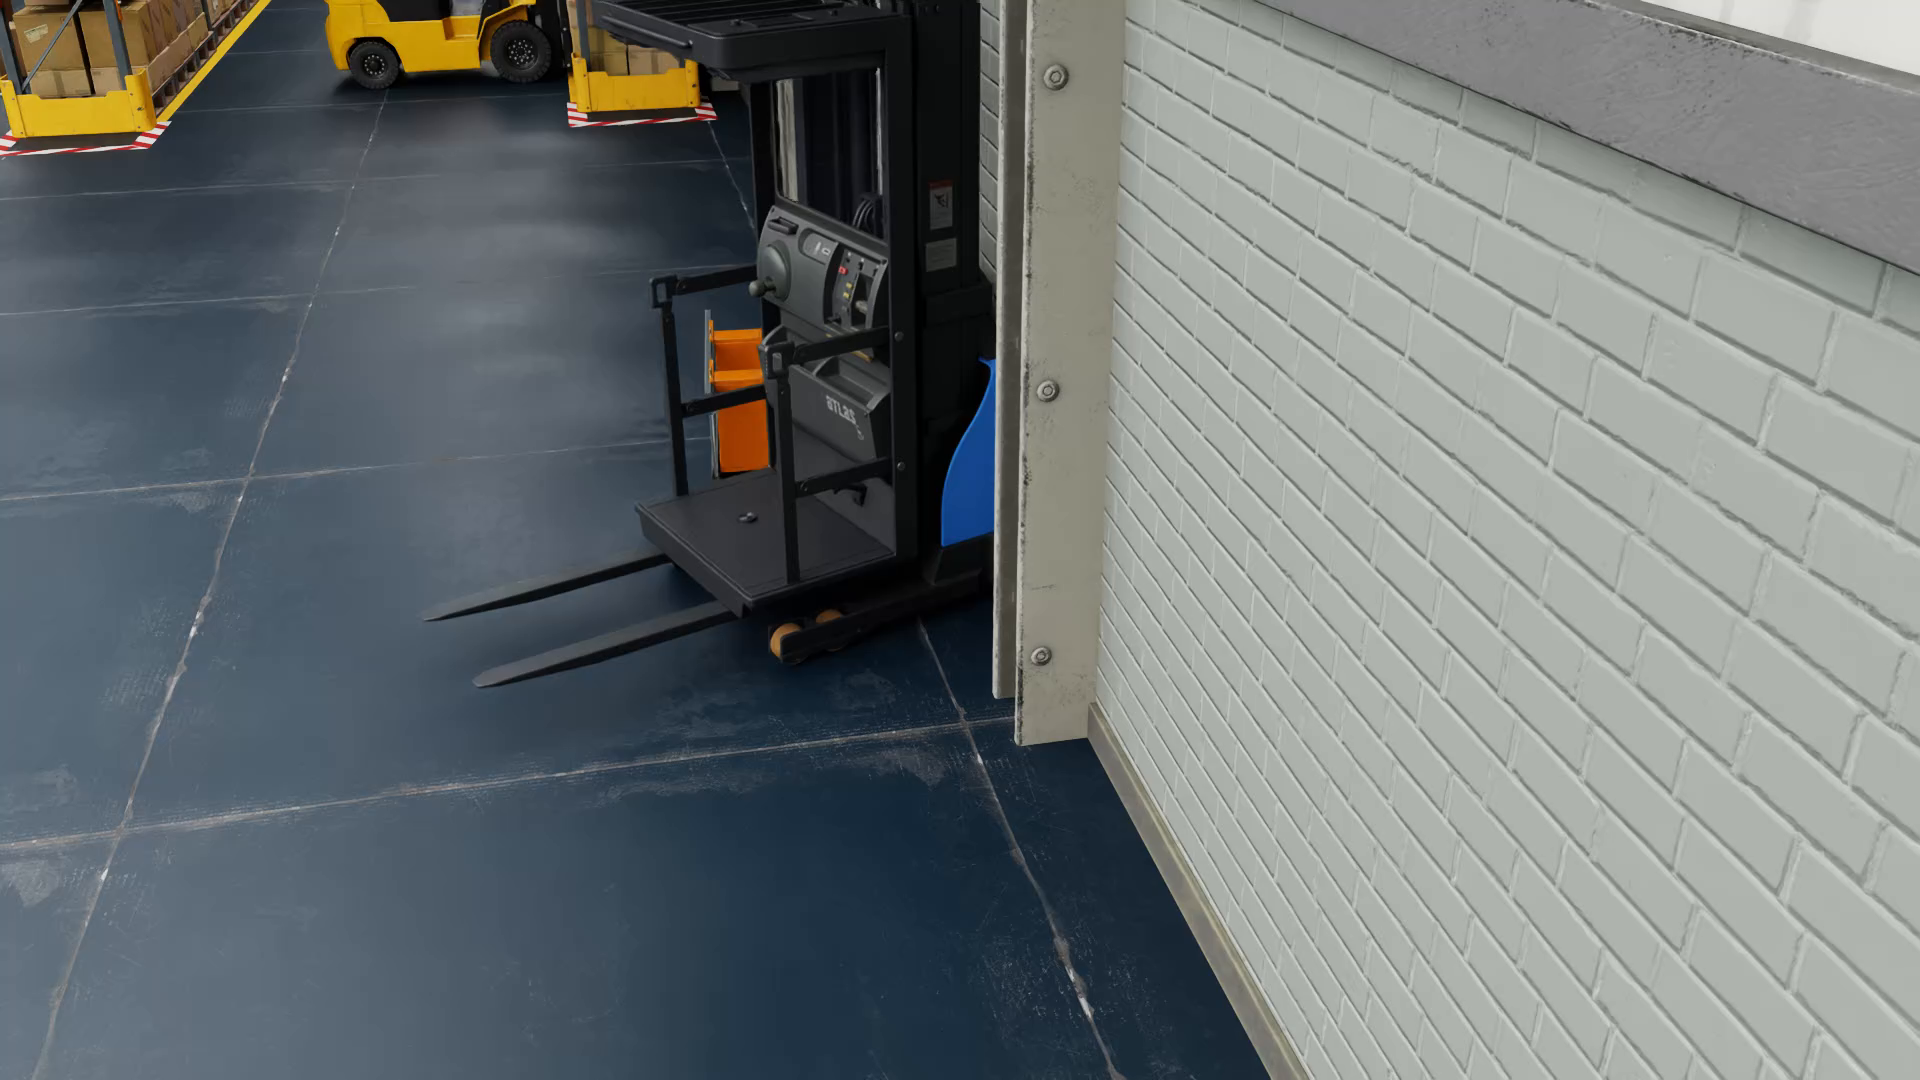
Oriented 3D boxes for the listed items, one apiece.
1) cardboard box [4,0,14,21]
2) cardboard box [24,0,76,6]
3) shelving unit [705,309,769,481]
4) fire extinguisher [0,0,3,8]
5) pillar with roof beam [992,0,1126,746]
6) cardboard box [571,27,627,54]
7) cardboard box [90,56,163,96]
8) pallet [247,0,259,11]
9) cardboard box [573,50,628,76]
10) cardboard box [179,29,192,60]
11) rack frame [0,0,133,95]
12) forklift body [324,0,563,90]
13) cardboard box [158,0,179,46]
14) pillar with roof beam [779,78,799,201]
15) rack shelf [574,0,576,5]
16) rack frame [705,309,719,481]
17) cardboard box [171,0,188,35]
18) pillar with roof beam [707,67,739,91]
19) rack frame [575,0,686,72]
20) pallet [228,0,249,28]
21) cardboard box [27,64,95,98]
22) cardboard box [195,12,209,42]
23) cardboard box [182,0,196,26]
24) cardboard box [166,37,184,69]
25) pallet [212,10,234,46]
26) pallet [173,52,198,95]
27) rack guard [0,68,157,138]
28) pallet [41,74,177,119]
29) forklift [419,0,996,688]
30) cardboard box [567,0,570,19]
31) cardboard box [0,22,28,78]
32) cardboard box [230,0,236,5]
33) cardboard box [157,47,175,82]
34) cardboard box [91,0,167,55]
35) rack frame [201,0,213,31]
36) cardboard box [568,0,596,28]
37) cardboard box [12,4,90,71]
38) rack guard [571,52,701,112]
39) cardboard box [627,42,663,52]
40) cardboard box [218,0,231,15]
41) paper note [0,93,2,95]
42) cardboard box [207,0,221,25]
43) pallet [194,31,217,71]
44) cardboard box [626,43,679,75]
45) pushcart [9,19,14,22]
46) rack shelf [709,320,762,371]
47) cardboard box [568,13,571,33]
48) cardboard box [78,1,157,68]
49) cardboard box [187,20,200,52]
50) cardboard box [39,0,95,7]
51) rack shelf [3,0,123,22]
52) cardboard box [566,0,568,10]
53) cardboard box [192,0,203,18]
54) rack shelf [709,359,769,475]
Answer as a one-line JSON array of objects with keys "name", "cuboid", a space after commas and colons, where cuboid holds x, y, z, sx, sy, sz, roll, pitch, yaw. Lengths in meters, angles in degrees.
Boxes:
[{"name": "cardboard box", "cuboid": [-10.568, -5.820, 17.885, 0.500, 0.500, 0.500, -6, 27, -12]}, {"name": "cardboard box", "cuboid": [-8.522, -5.099, 15.557, 0.380, 0.149, 0.250, -5, 27, -10]}, {"name": "shelving unit", "cuboid": [-0.782, -0.789, 8.666, 1.048, 0.538, 1.125, -4, 29, -6]}, {"name": "fire extinguisher", "cuboid": [-8.362, -4.904, 14.223, 0.296, 0.674, 0.183, -6, 27, -12]}, {"name": "pillar with roof beam", "cuboid": [-3.873, -2.911, 3.531, 9.100, 9.000, 0.400, -6, 27, -12]}, {"name": "cardboard box", "cuboid": [-3.518, -4.906, 16.172, 0.500, 0.250, 0.500, -6, 27, -12]}, {"name": "cardboard box", "cuboid": [-7.851, -4.378, 15.680, 0.500, 0.250, 0.500, -6, 27, -12]}, {"name": "pallet", "cuboid": [-9.567, -6.959, 21.304, 1.003, 0.211, 1.213, -6, 27, -12]}, {"name": "cardboard box", "cuboid": [-3.517, -4.675, 16.269, 0.500, 0.250, 0.500, -6, 27, -11]}, {"name": "cardboard box", "cuboid": [-8.205, -5.063, 17.037, 0.500, 0.250, 0.500, -6, 27, -11]}, {"name": "rack frame", "cuboid": [-7.939, -5.035, 14.397, 1.000, 3.000, 0.127, -6, 27, -12]}, {"name": "forklift body", "cuboid": [-5.309, -5.809, 16.873, 2.313, 2.155, 1.214, -6, 27, -12]}, {"name": "cardboard box", "cuboid": [-8.084, -5.173, 16.423, 0.500, 0.500, 0.500, -5, 27, -11]}, {"name": "pillar with roof beam", "cuboid": [-5.225, -5.545, 8.750, 9.100, 9.000, 0.400, -6, 27, -12]}, {"name": "rack shelf", "cuboid": [-3.554, -6.098, 17.301, 1.077, 0.370, 4.000, -6, 27, -12]}, {"name": "rack frame", "cuboid": [-1.286, -0.755, 8.609, 0.032, 0.500, 1.125, -4, 29, -6]}, {"name": "cardboard box", "cuboid": [-8.213, -5.407, 16.886, 0.500, 0.500, 0.500, -5, 27, -9]}, {"name": "pillar with roof beam", "cuboid": [-6.577, -8.179, 13.968, 9.100, 9.000, 0.400, -6, 27, -12]}, {"name": "rack frame", "cuboid": [-3.104, -5.541, 15.399, 1.000, 3.000, 0.127, -6, 27, -12]}, {"name": "pallet", "cuboid": [-9.296, -6.425, 20.245, 1.003, 0.211, 1.213, -6, 27, -12]}, {"name": "cardboard box", "cuboid": [-8.389, -4.334, 15.592, 0.500, 0.250, 0.500, -6, 27, -12]}, {"name": "cardboard box", "cuboid": [-8.445, -5.519, 17.941, 0.500, 0.250, 0.500, -5, 27, -9]}, {"name": "cardboard box", "cuboid": [-8.329, -5.631, 17.330, 0.500, 0.500, 0.500, -5, 27, -11]}, {"name": "cardboard box", "cuboid": [-8.094, -4.841, 16.597, 0.500, 0.250, 0.500, -4, 27, -8]}, {"name": "pallet", "cuboid": [-9.017, -5.888, 19.182, 1.003, 0.211, 1.213, -6, 27, -12]}, {"name": "pallet", "cuboid": [-8.376, -4.719, 16.865, 1.003, 0.211, 1.213, -6, 27, -12]}, {"name": "rack guard", "cuboid": [-7.956, -3.953, 15.027, 1.175, 0.500, 0.348, -6, 27, -12]}, {"name": "pallet", "cuboid": [-8.105, -4.184, 15.806, 1.003, 0.211, 1.213, -6, 27, -12]}, {"name": "forklift", "cuboid": [-0.734, -1.074, 6.624, 3.031, 2.935, 1.130, -17, 32, -30]}, {"name": "cardboard box", "cuboid": [-3.632, -5.342, 16.480, 0.500, 0.250, 0.500, -5, 27, -11]}, {"name": "cardboard box", "cuboid": [-9.925, -5.068, 17.233, 0.500, 0.500, 0.500, 13, 30, 24]}, {"name": "cardboard box", "cuboid": [-9.285, -6.656, 20.059, 0.950, 0.372, 0.625, -5, 27, -10]}, {"name": "cardboard box", "cuboid": [-7.959, -4.602, 16.125, 0.500, 0.250, 0.500, -5, 27, -10]}, {"name": "cardboard box", "cuboid": [-7.979, -4.952, 15.985, 0.500, 0.500, 0.500, -7, 28, -14]}, {"name": "rack frame", "cuboid": [-8.840, -6.791, 17.877, 1.000, 3.000, 0.127, -6, 27, -12]}, {"name": "cardboard box", "cuboid": [-3.511, -5.118, 16.037, 0.500, 0.250, 0.500, -5, 27, -10]}, {"name": "cardboard box", "cuboid": [-8.374, -4.655, 15.398, 0.500, 0.500, 0.500, -6, 27, -11]}, {"name": "rack guard", "cuboid": [-3.098, -4.415, 15.942, 1.175, 0.500, 0.348, -6, 27, -12]}, {"name": "cardboard box", "cuboid": [-3.007, -4.952, 16.262, 0.500, 0.250, 0.500, -5, 27, -11]}, {"name": "cardboard box", "cuboid": [-9.126, -6.351, 19.454, 0.950, 0.372, 0.625, -4, 27, -8]}, {"name": "paper note", "cuboid": [-9.475, -4.434, 16.500, 0.142, 0.019, 0.148, -16, 31, -29]}, {"name": "cardboard box", "cuboid": [-8.961, -6.036, 18.830, 0.950, 0.372, 0.625, -6, 27, -11]}, {"name": "pallet", "cuboid": [-8.655, -5.255, 17.928, 1.003, 0.211, 1.213, -6, 27, -12]}, {"name": "cardboard box", "cuboid": [-3.024, -4.737, 16.391, 0.500, 0.250, 0.500, -6, 27, -11]}, {"name": "pushcart", "cuboid": [-11.050, -5.367, 17.965, 1.648, 0.377, 0.936, -16, 31, -29]}, {"name": "rack shelf", "cuboid": [-0.814, -0.906, 8.878, 1.000, 0.538, 0.278, -4, 29, -6]}, {"name": "cardboard box", "cuboid": [-3.757, -5.352, 17.055, 0.500, 0.250, 0.500, -7, 28, -13]}, {"name": "cardboard box", "cuboid": [-7.857, -4.723, 15.531, 0.500, 0.500, 0.500, -7, 28, -13]}, {"name": "cardboard box", "cuboid": [-8.315, -5.286, 17.480, 0.500, 0.250, 0.500, -7, 28, -13]}, {"name": "cardboard box", "cuboid": [-8.494, -4.884, 15.851, 0.500, 0.500, 0.500, -5, 27, -10]}, {"name": "rack shelf", "cuboid": [-8.390, -5.592, 16.299, 1.077, 0.370, 4.000, -6, 27, -12]}, {"name": "cardboard box", "cuboid": [-3.756, -5.562, 16.917, 0.500, 0.250, 0.500, -6, 27, -11]}, {"name": "cardboard box", "cuboid": [-8.446, -5.854, 17.772, 0.500, 0.500, 0.500, -6, 27, -12]}, {"name": "rack shelf", "cuboid": [-0.744, -0.648, 8.412, 1.000, 0.538, 0.278, -4, 29, -6]}]
